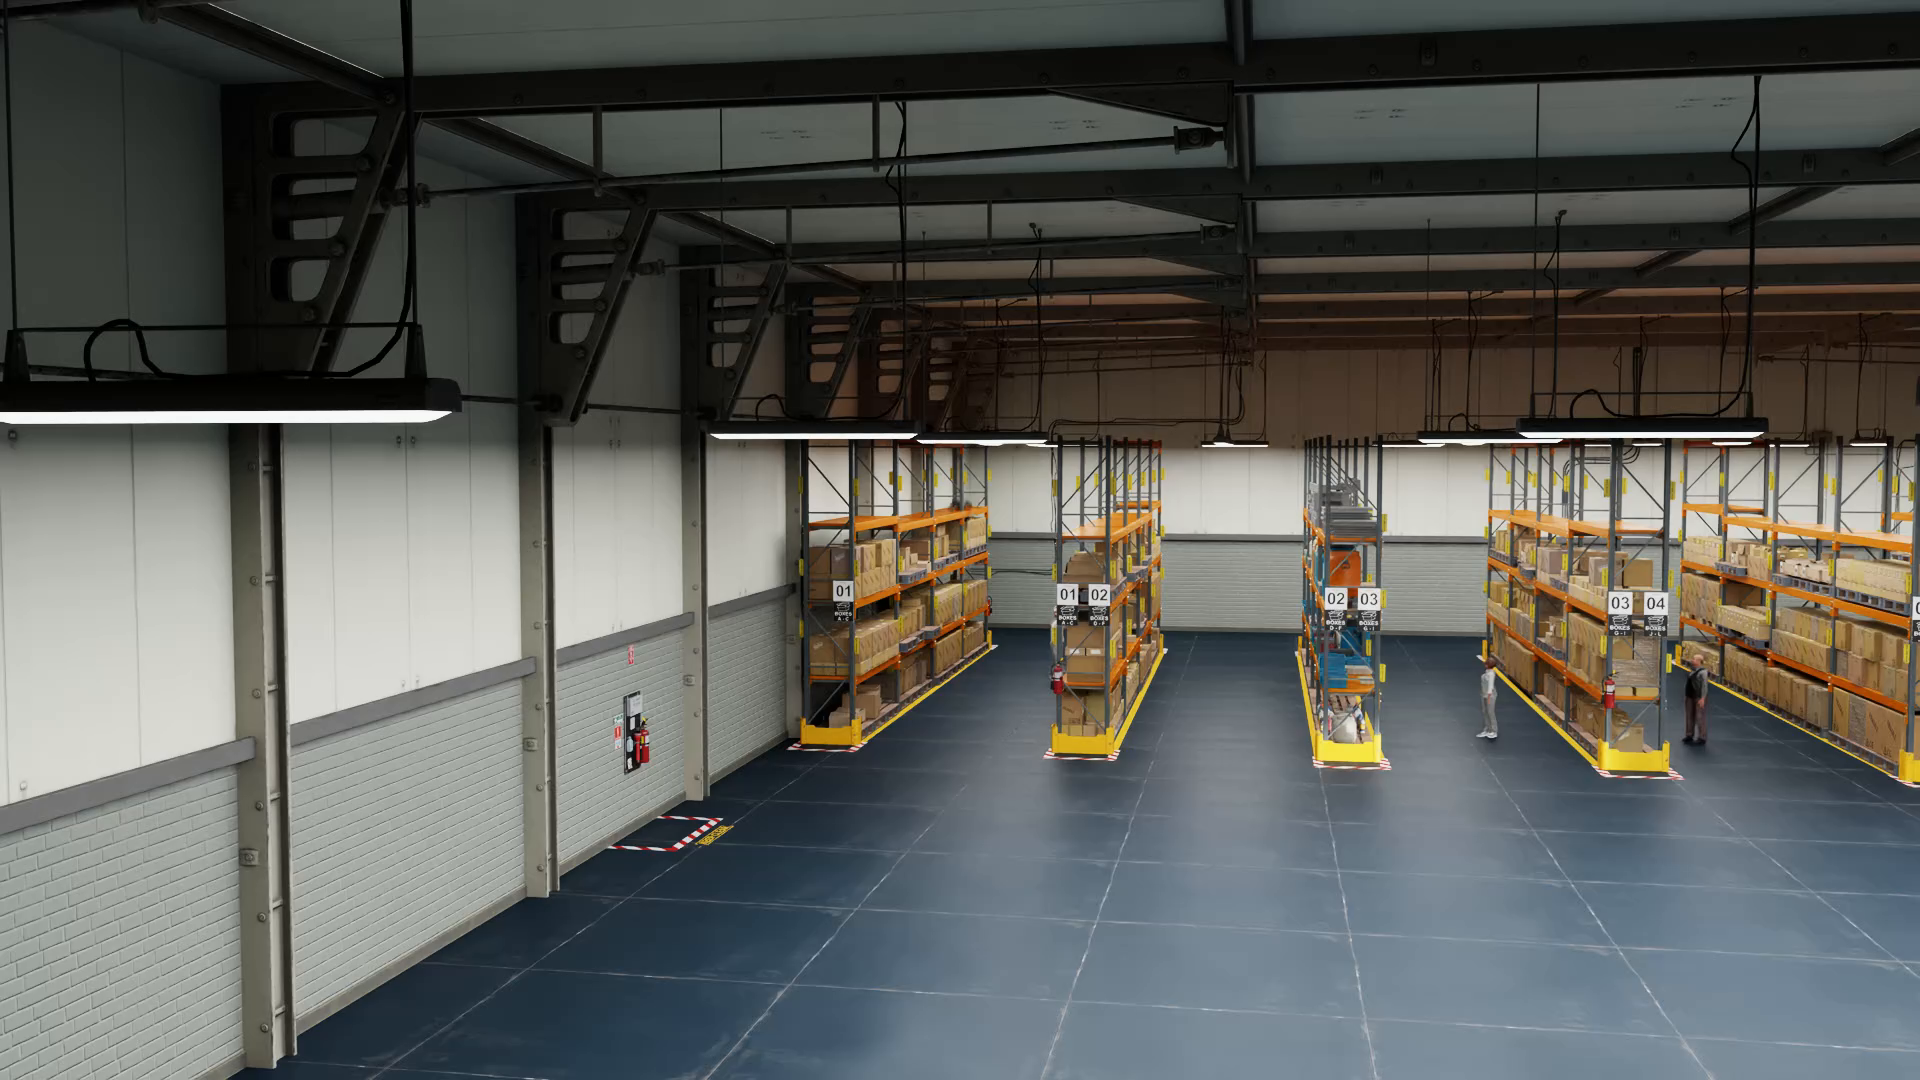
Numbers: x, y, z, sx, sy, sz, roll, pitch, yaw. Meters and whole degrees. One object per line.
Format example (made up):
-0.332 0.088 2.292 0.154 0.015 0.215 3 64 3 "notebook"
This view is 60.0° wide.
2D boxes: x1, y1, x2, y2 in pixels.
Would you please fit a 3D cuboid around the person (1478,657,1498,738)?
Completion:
10.522 3.137 33.104 0.362 1.617 0.489 0 3 -6 "person"

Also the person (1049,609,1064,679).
2.427 2.569 41.822 0.438 1.786 0.596 0 3 -6 "person"

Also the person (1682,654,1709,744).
14.370 3.096 32.459 0.400 1.728 0.565 -1 3 -21 "person"
